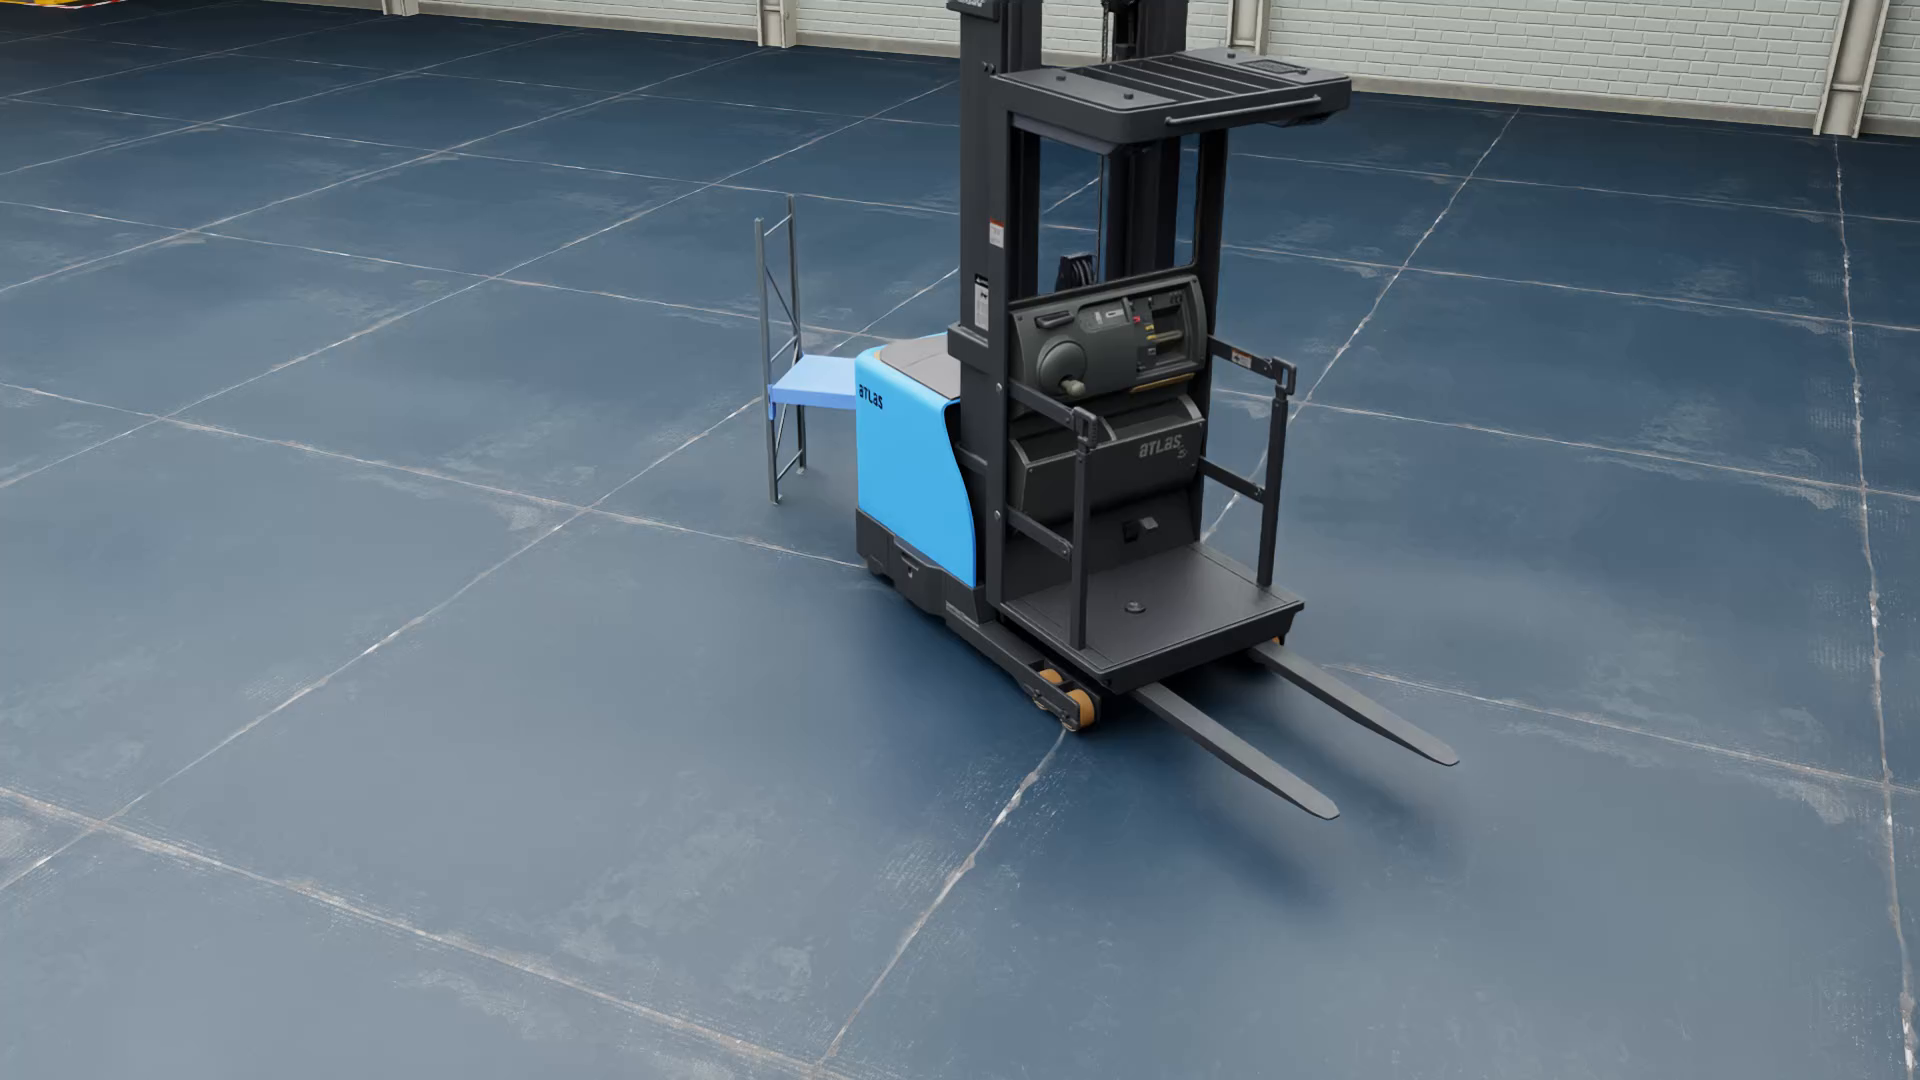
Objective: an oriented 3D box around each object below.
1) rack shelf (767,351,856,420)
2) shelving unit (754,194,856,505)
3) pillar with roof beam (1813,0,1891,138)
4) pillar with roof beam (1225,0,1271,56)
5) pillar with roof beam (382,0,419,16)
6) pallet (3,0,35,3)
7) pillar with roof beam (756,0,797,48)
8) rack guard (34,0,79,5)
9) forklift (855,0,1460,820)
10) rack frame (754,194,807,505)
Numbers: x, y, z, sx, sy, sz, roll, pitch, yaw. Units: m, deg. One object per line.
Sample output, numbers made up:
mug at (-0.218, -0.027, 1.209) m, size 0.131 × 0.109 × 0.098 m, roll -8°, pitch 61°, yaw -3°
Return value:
rack shelf at (-0.417, -0.748, 8.478) m, size 1.000 × 0.185 × 0.538 m, roll 6°, pitch 27°, yaw 13°
shelving unit at (-0.417, -0.909, 8.399) m, size 1.048 × 1.500 × 0.538 m, roll 6°, pitch 27°, yaw 13°
pillar with roof beam at (6.855, -6.323, 10.905) m, size 0.400 × 9.000 × 9.100 m, roll 11°, pitch 28°, yaw 22°
pillar with roof beam at (1.393, -7.420, 13.133) m, size 0.400 × 9.000 × 9.100 m, roll 11°, pitch 28°, yaw 22°
pillar with roof beam at (-9.530, -9.614, 17.590) m, size 0.400 × 9.000 × 9.100 m, roll 11°, pitch 28°, yaw 22°
pallet at (-13.663, -8.133, 24.530) m, size 1.213 × 0.211 × 1.003 m, roll 11°, pitch 28°, yaw 22°
pillar with roof beam at (-4.069, -8.517, 15.361) m, size 0.400 × 9.000 × 9.100 m, roll 11°, pitch 28°, yaw 22°
rack guard at (-12.928, -8.135, 24.207) m, size 0.348 × 0.500 × 1.175 m, roll 11°, pitch 28°, yaw 22°
forklift at (0.731, -0.784, 6.525) m, size 1.130 × 2.935 × 3.031 m, roll -16°, pitch 30°, yaw -29°
rack frame at (-0.909, -0.965, 8.511) m, size 0.032 × 1.500 × 0.500 m, roll 6°, pitch 27°, yaw 13°
